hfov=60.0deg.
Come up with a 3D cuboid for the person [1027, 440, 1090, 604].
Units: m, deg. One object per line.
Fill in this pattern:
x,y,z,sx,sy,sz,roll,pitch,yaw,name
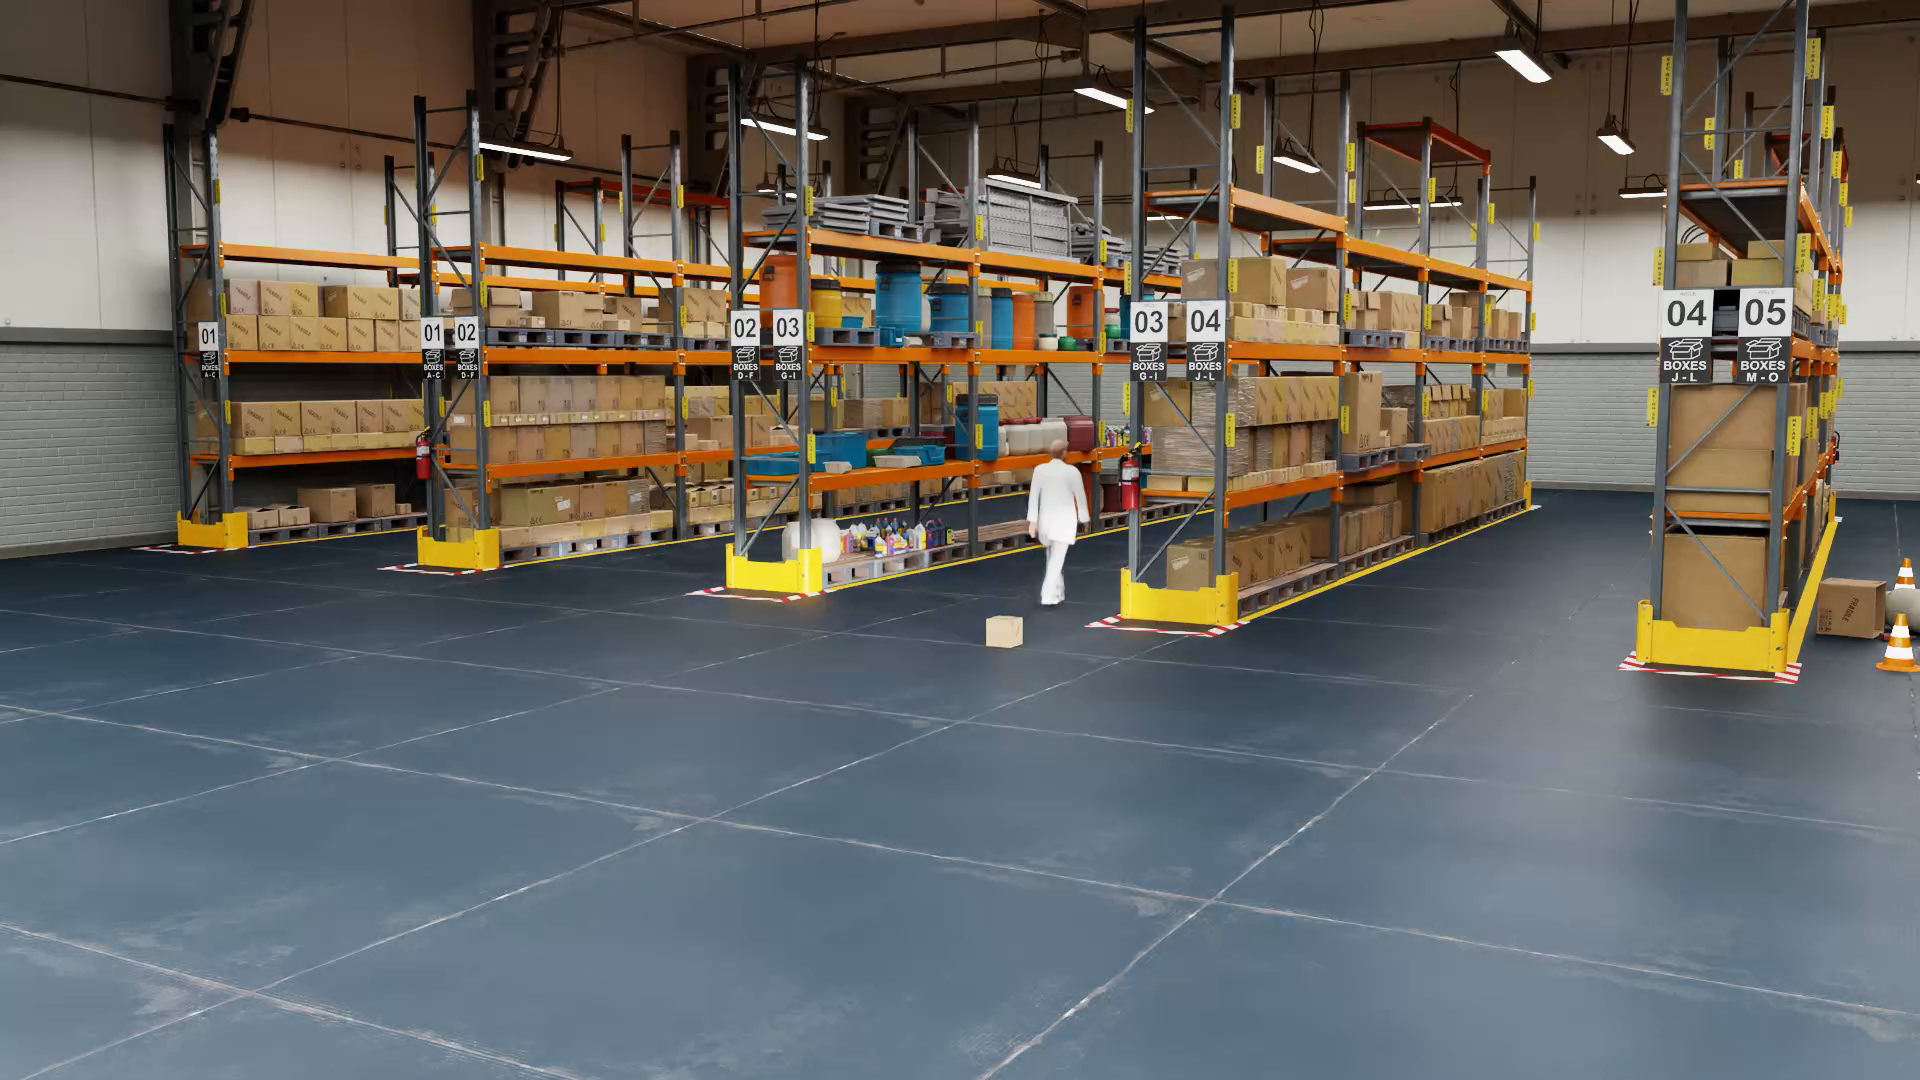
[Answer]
1.079,-0.176,17.871,0.620,1.806,0.902,3,6,25,person
